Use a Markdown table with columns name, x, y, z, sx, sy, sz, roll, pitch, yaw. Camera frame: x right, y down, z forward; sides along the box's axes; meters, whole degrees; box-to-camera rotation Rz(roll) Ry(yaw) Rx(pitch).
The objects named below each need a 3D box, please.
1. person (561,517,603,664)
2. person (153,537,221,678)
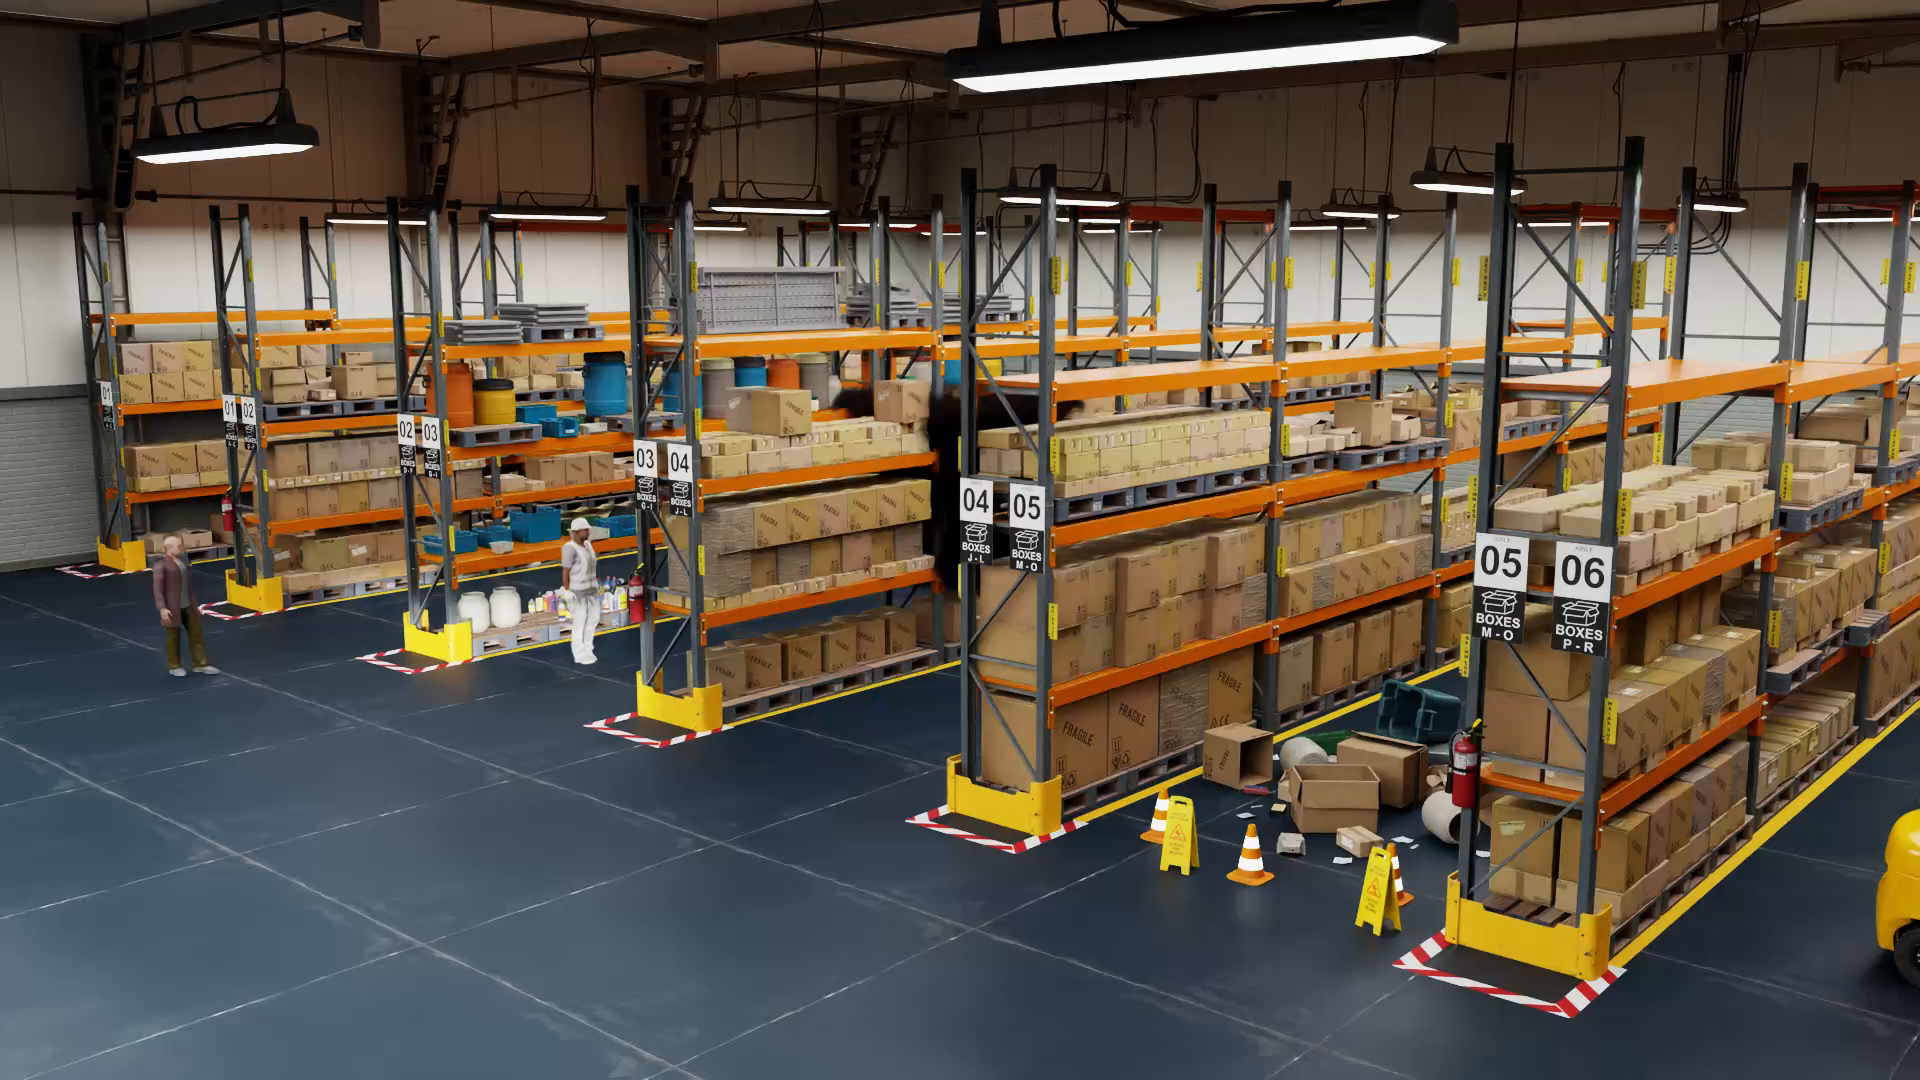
| name | x | y | z | sx | sy | sz | roll | pitch | yaw |
| --- | --- | --- | --- | --- | --- | --- | --- | --- | --- |
| person | -4.650 | 0.631 | 20.451 | 0.496 | 1.834 | 0.634 | 5 | 11 | 29 |
| person | -9.757 | 0.844 | 20.887 | 0.618 | 1.784 | 0.627 | 6 | 11 | 31 |
